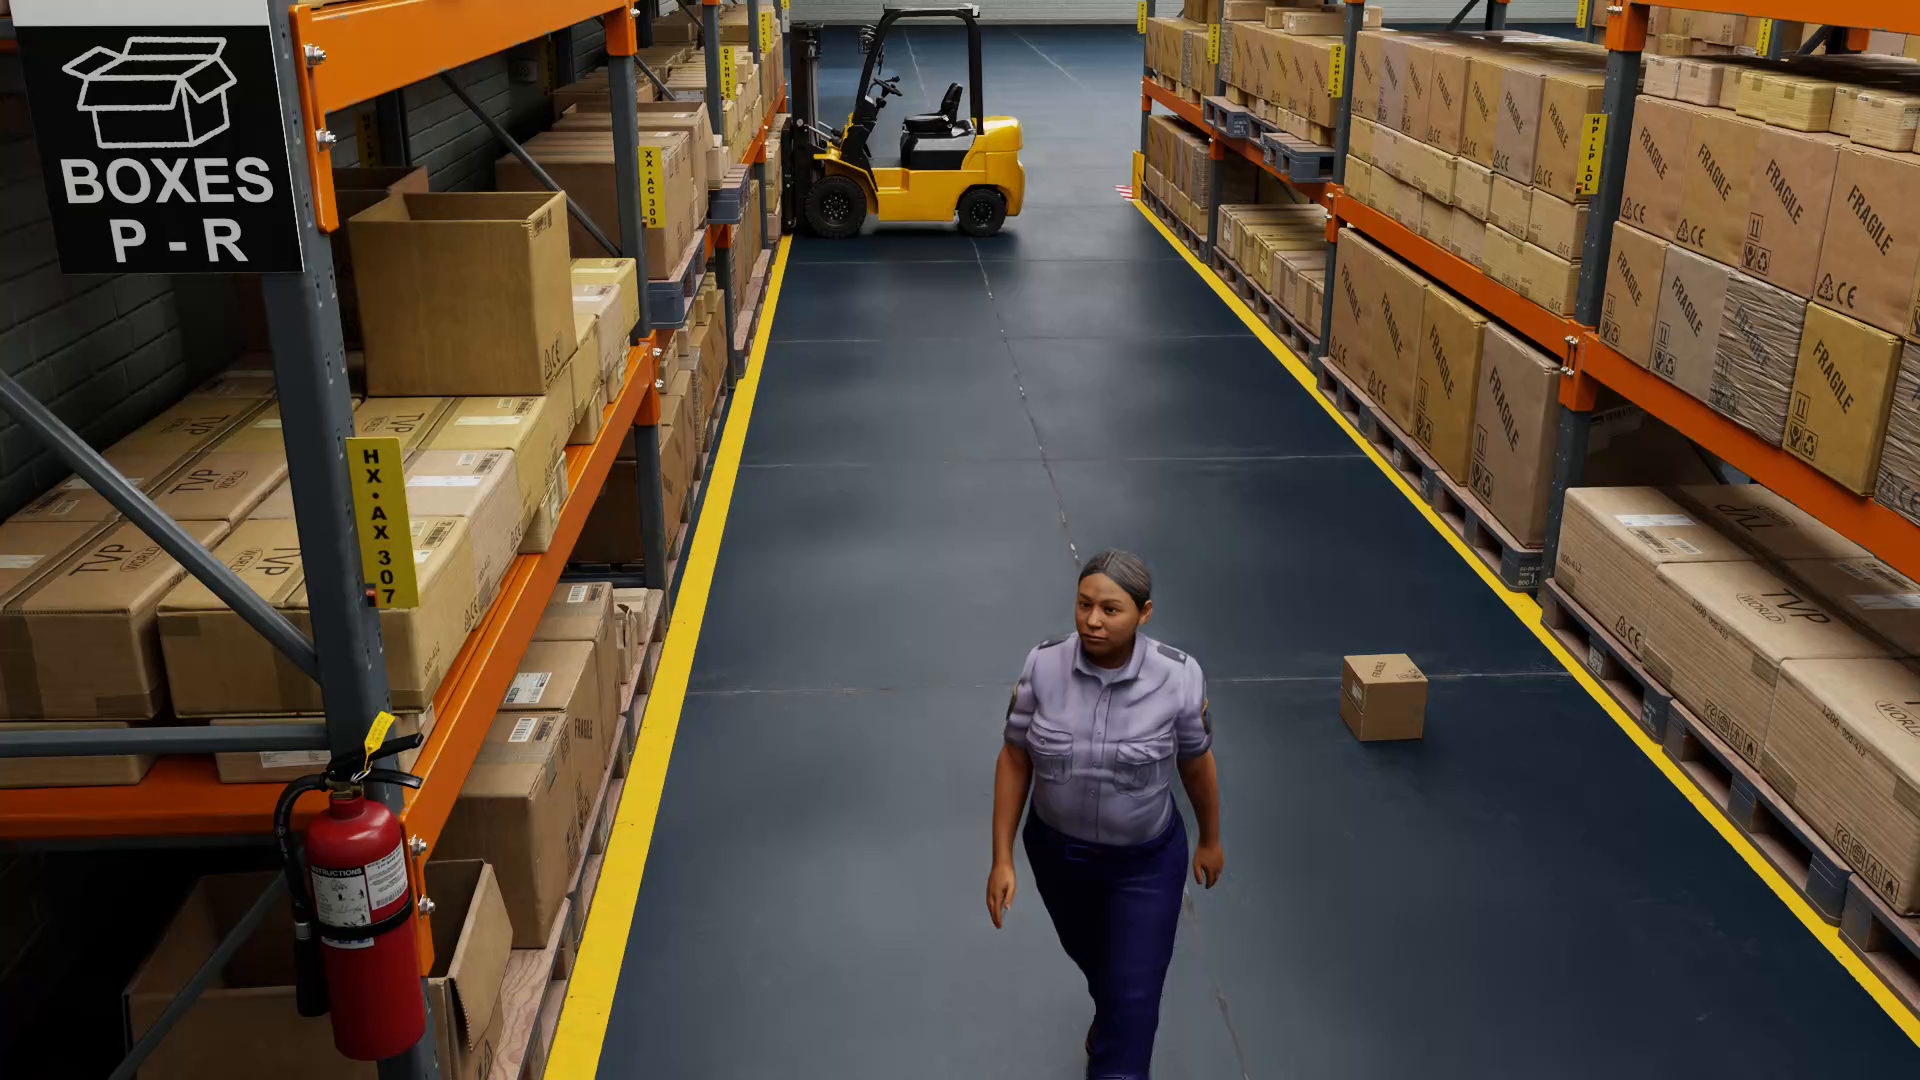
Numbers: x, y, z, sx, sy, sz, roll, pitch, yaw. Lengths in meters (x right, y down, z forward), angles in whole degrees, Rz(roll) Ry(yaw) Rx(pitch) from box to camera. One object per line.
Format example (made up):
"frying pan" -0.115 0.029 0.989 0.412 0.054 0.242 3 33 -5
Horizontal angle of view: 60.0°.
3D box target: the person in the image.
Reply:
"person" 0.325 0.774 4.016 0.512 1.571 1.054 9 22 22
